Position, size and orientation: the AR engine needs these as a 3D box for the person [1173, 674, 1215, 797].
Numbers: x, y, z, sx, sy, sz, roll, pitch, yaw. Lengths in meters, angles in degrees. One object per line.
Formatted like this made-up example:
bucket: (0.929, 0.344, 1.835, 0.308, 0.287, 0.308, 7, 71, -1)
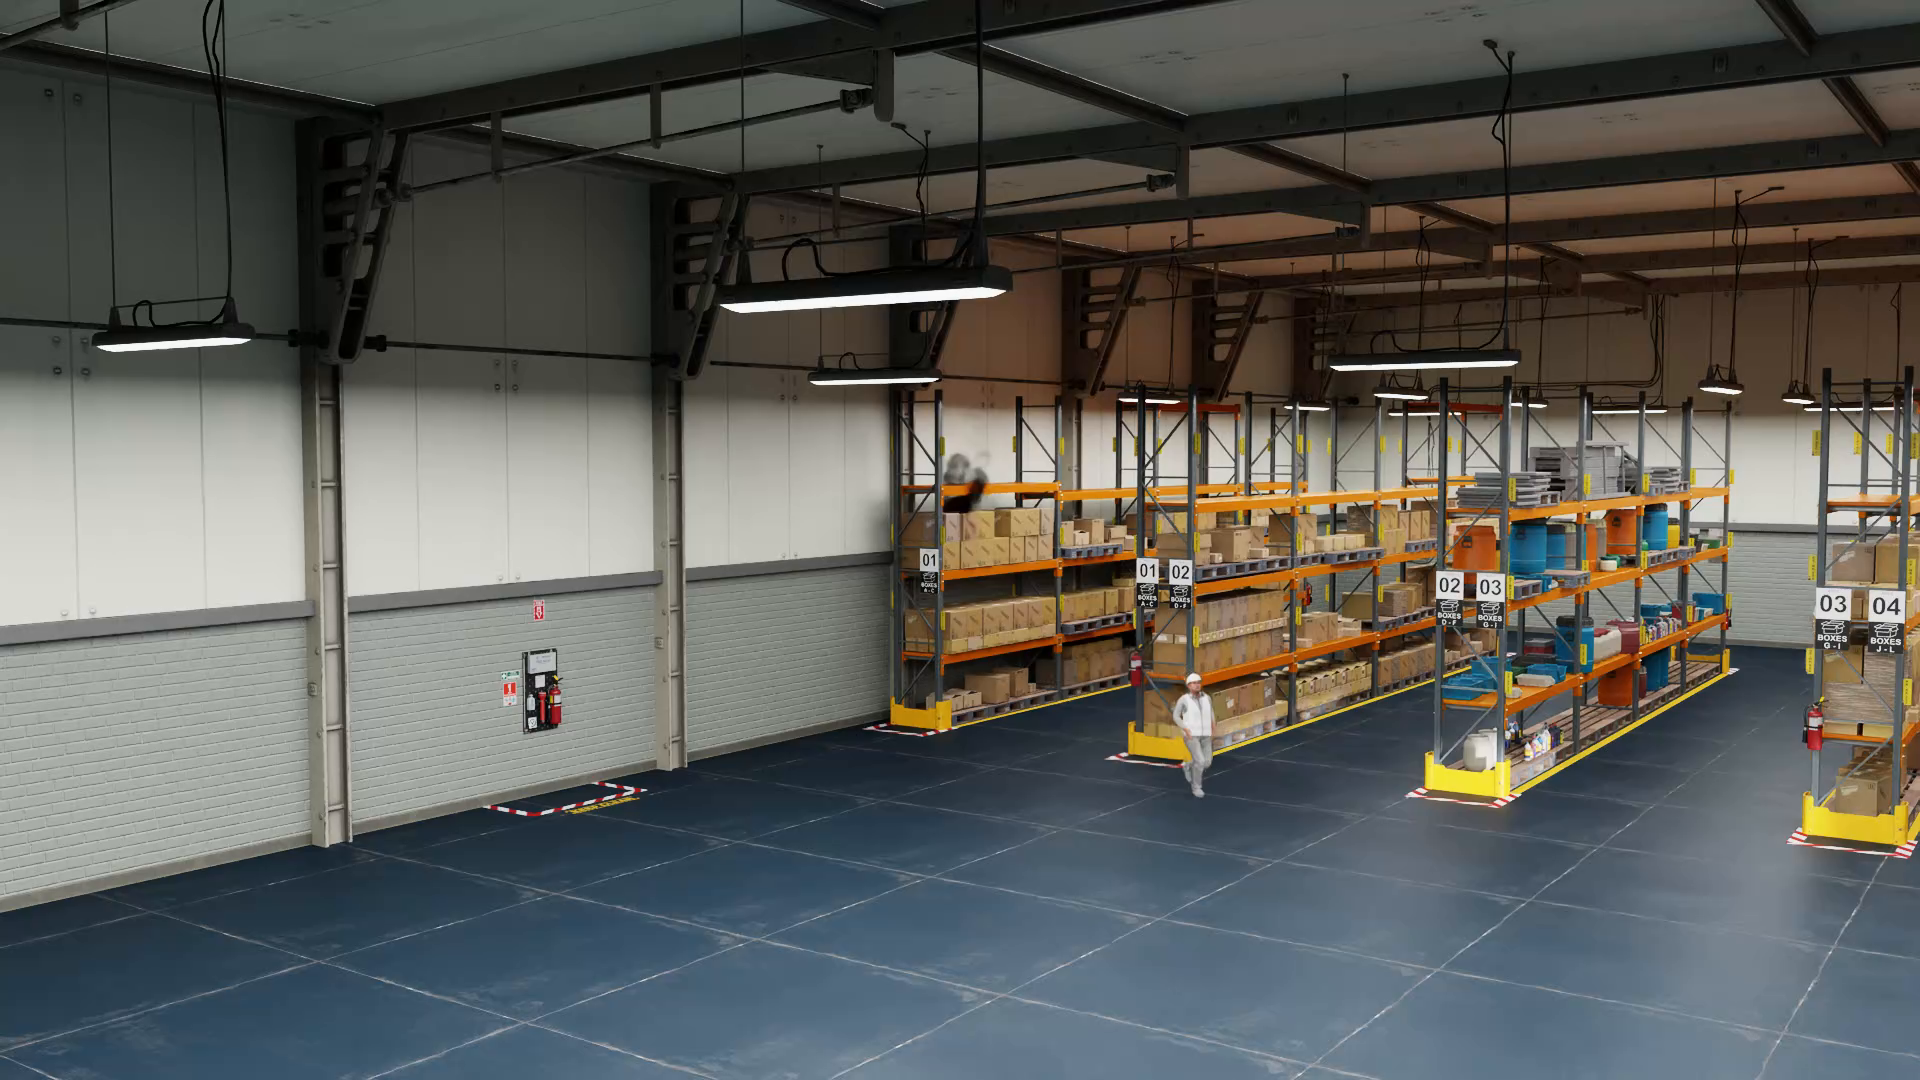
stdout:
person: (3.383, 2.793, 23.975, 0.660, 1.748, 0.601, -1, 3, -22)
